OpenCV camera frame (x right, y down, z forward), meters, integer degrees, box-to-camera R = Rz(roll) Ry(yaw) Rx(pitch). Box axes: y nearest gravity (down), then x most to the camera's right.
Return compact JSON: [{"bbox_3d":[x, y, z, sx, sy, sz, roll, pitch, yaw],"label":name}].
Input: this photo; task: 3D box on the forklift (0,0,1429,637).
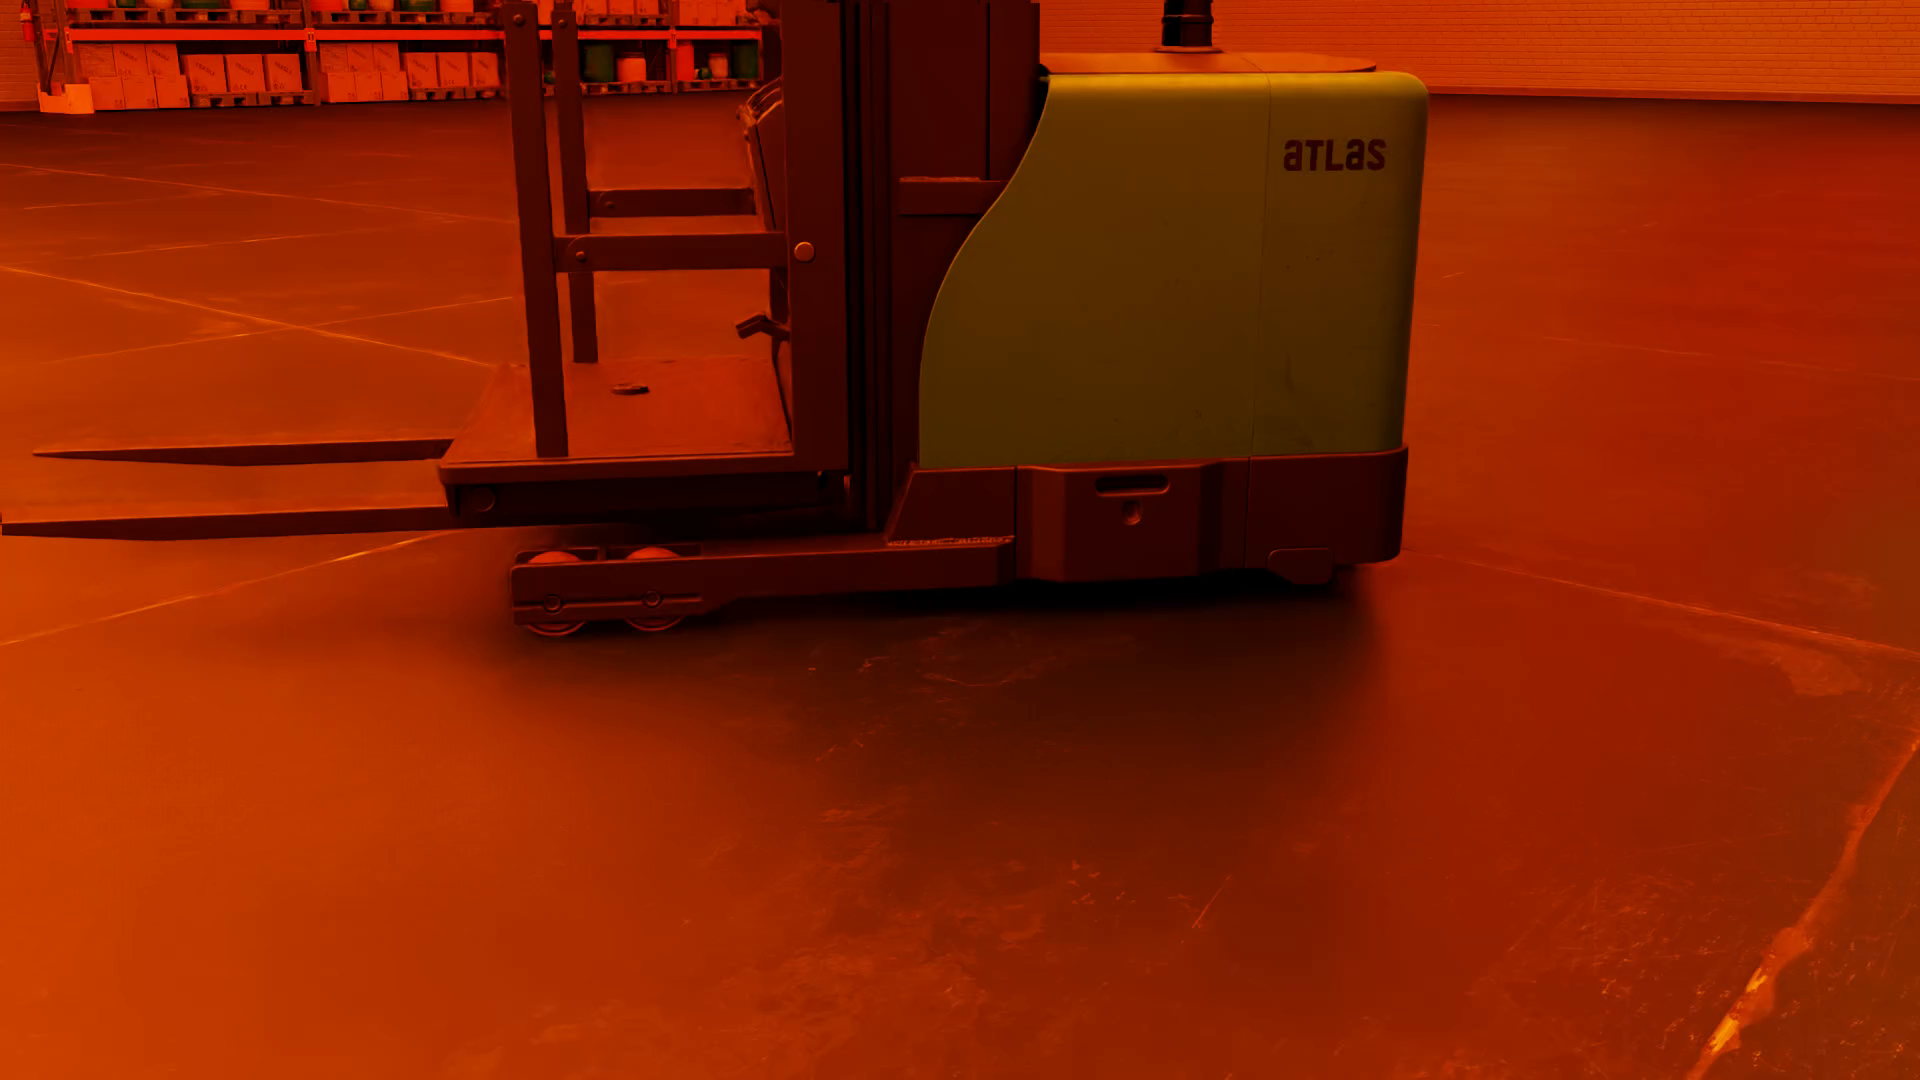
[{"bbox_3d":[-0.604,-1.375,3.424,3.031,2.935,1.130,-2,17,-8],"label":"forklift"}]
